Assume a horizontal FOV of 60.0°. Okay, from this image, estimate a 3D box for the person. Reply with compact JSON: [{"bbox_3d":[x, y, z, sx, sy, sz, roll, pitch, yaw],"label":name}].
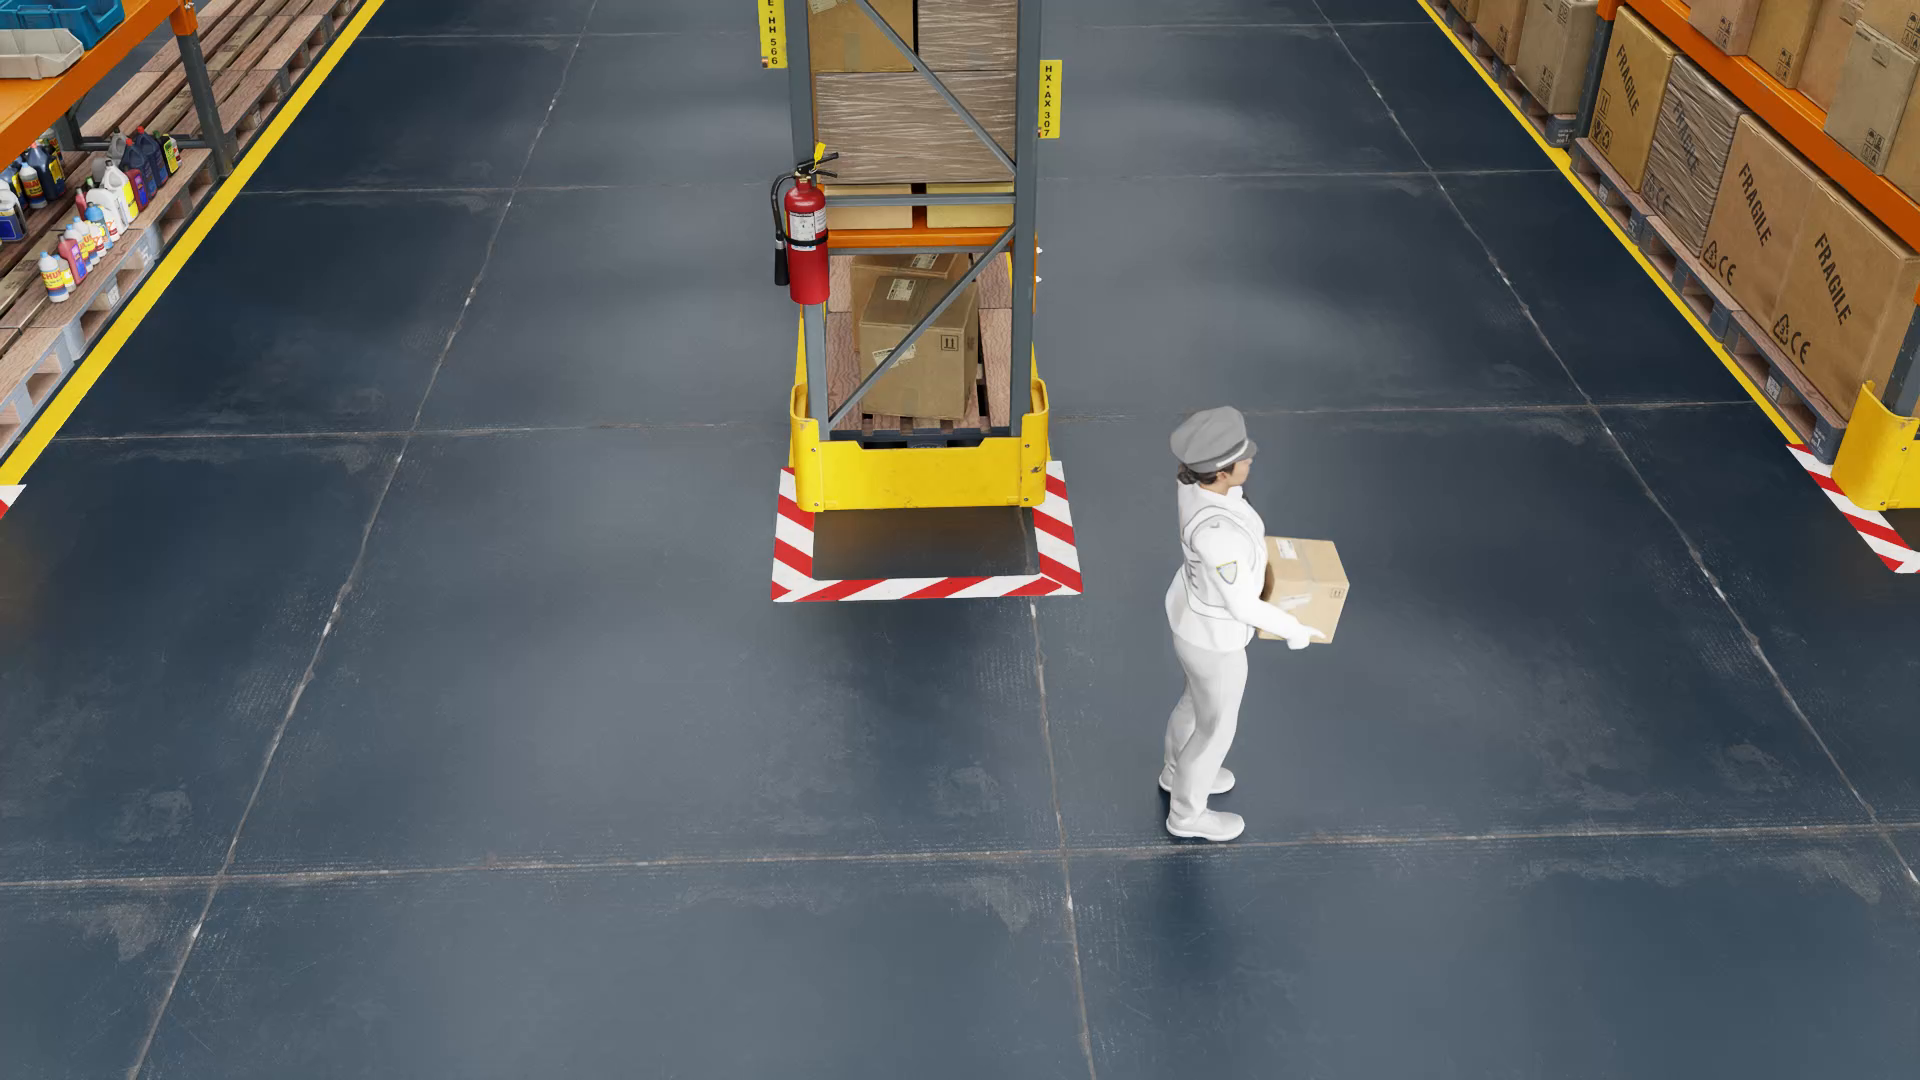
[{"bbox_3d":[0.944,0.303,5.702,0.547,1.689,0.459,-1,35,-1],"label":"person"}]
